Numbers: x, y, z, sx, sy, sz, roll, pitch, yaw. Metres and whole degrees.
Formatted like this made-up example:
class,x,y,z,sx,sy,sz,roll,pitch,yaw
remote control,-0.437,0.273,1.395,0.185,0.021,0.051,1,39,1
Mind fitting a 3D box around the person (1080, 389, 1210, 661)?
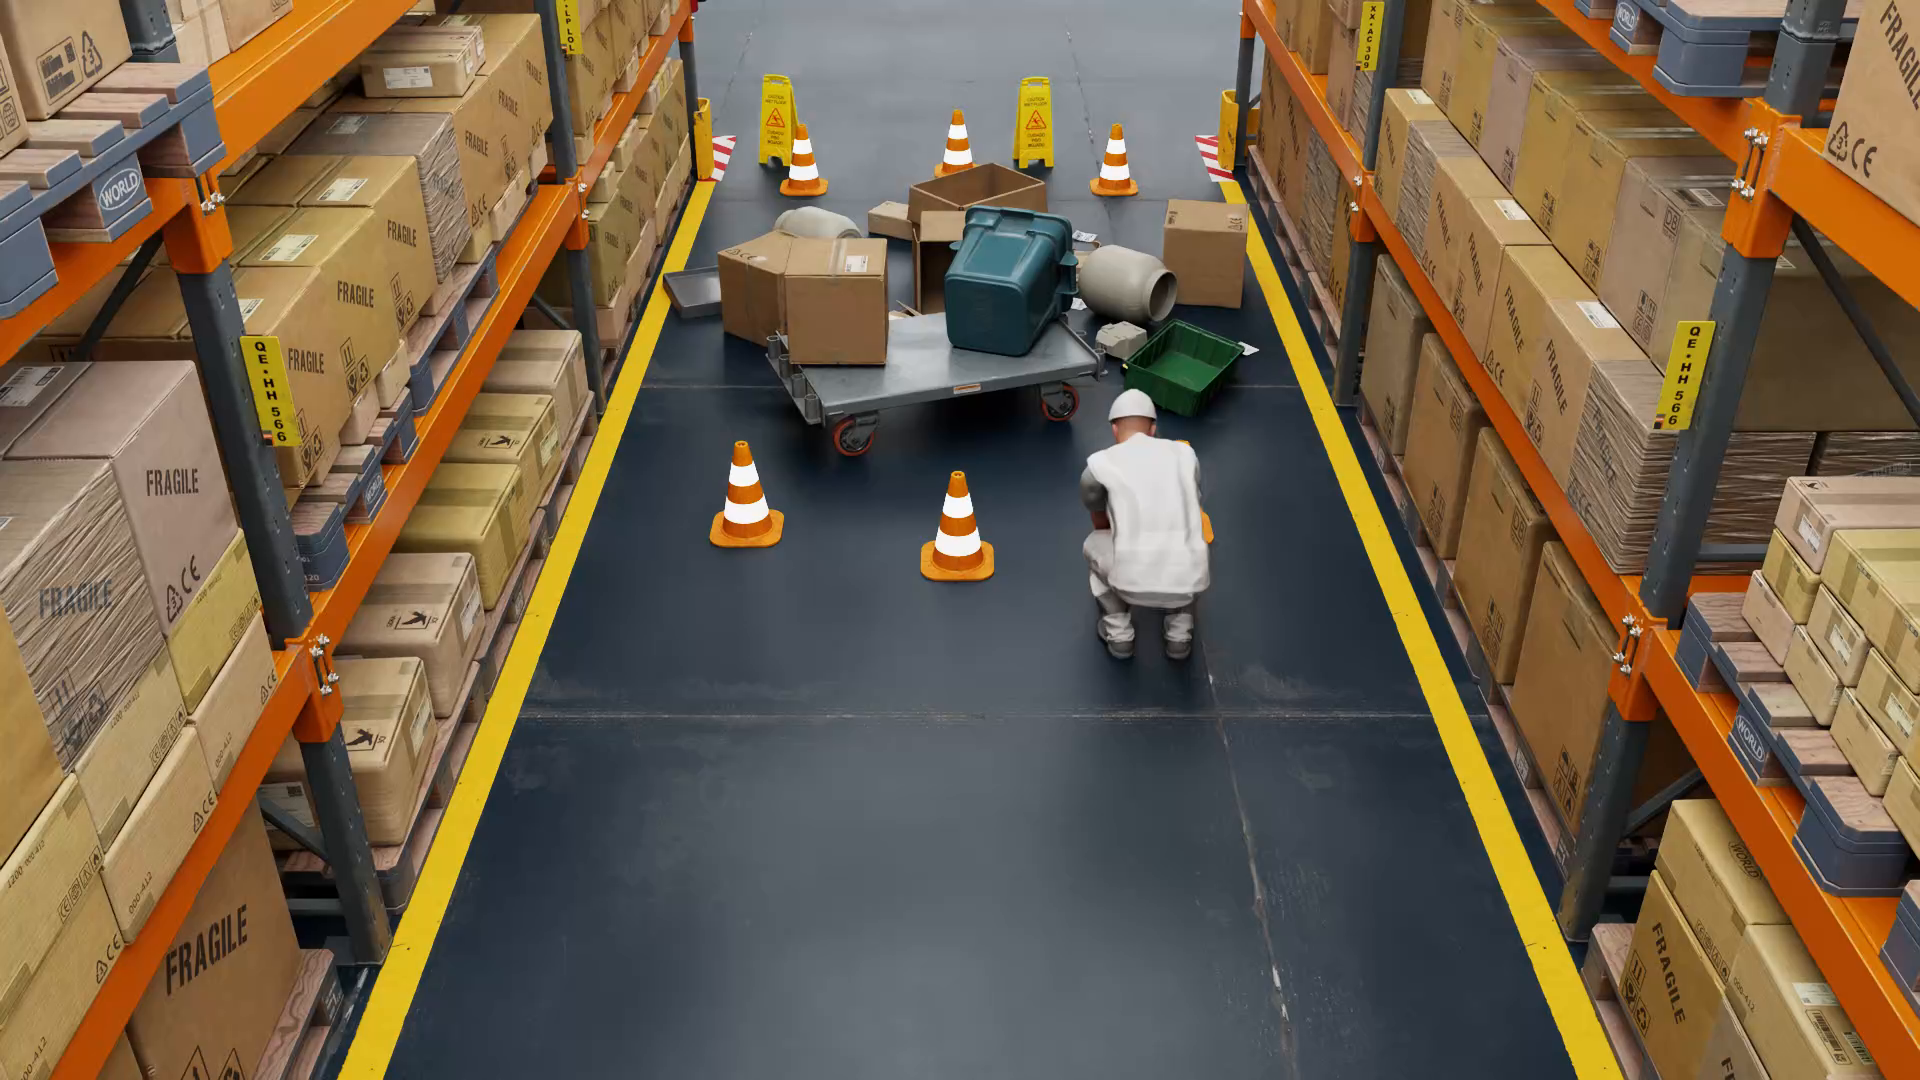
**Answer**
class,x,y,z,sx,sy,sz,roll,pitch,yaw
person,0.779,-0.063,6.988,0.552,0.997,0.890,-1,31,-1
